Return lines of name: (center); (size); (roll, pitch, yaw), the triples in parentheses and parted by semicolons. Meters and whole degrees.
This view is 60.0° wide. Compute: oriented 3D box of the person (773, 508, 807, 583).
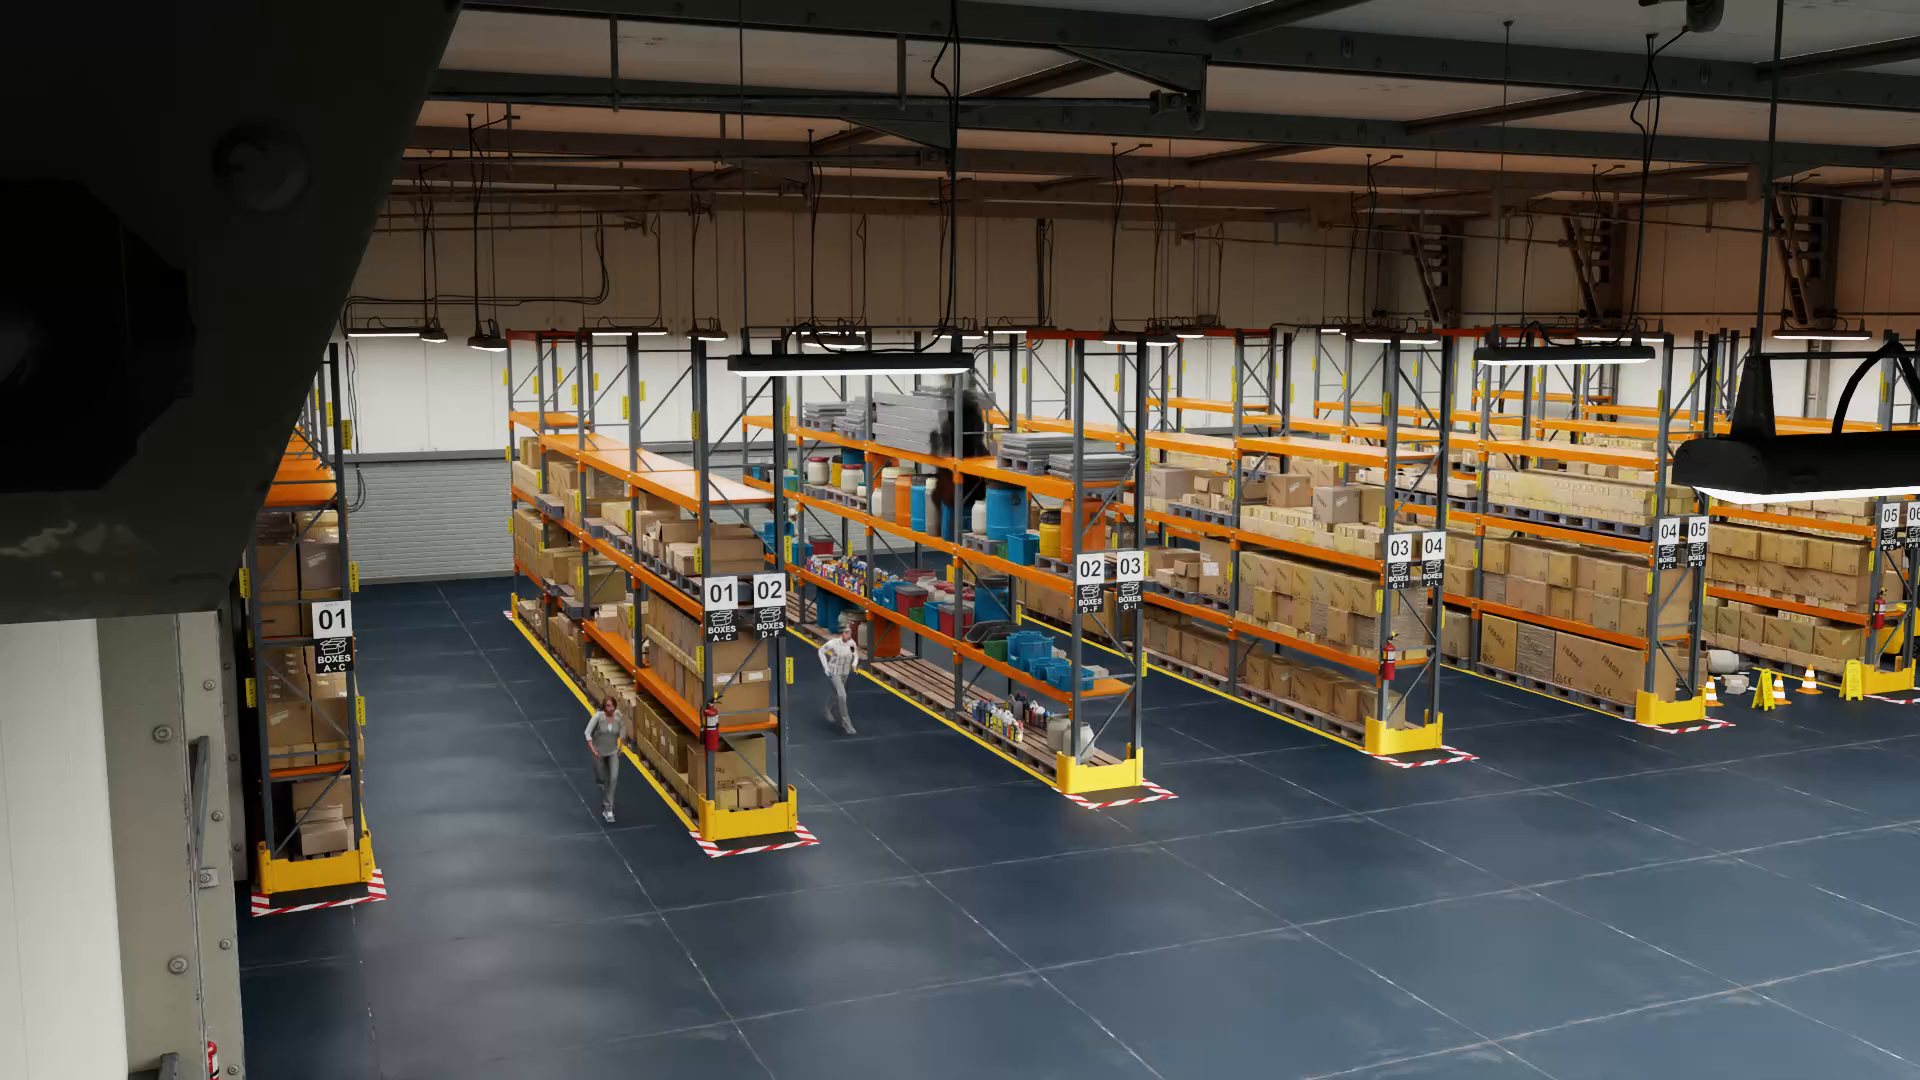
person: (-4.016, 0.155, 39.061); (0.845, 1.832, 0.645); (-1, 8, -9)

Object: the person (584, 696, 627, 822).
person: (-4.504, 2.717, 21.133); (0.541, 1.581, 0.856); (-3, 8, -22)

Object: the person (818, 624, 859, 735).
person: (-1.863, 2.066, 25.371); (0.615, 1.689, 0.928); (-6, 10, -36)
